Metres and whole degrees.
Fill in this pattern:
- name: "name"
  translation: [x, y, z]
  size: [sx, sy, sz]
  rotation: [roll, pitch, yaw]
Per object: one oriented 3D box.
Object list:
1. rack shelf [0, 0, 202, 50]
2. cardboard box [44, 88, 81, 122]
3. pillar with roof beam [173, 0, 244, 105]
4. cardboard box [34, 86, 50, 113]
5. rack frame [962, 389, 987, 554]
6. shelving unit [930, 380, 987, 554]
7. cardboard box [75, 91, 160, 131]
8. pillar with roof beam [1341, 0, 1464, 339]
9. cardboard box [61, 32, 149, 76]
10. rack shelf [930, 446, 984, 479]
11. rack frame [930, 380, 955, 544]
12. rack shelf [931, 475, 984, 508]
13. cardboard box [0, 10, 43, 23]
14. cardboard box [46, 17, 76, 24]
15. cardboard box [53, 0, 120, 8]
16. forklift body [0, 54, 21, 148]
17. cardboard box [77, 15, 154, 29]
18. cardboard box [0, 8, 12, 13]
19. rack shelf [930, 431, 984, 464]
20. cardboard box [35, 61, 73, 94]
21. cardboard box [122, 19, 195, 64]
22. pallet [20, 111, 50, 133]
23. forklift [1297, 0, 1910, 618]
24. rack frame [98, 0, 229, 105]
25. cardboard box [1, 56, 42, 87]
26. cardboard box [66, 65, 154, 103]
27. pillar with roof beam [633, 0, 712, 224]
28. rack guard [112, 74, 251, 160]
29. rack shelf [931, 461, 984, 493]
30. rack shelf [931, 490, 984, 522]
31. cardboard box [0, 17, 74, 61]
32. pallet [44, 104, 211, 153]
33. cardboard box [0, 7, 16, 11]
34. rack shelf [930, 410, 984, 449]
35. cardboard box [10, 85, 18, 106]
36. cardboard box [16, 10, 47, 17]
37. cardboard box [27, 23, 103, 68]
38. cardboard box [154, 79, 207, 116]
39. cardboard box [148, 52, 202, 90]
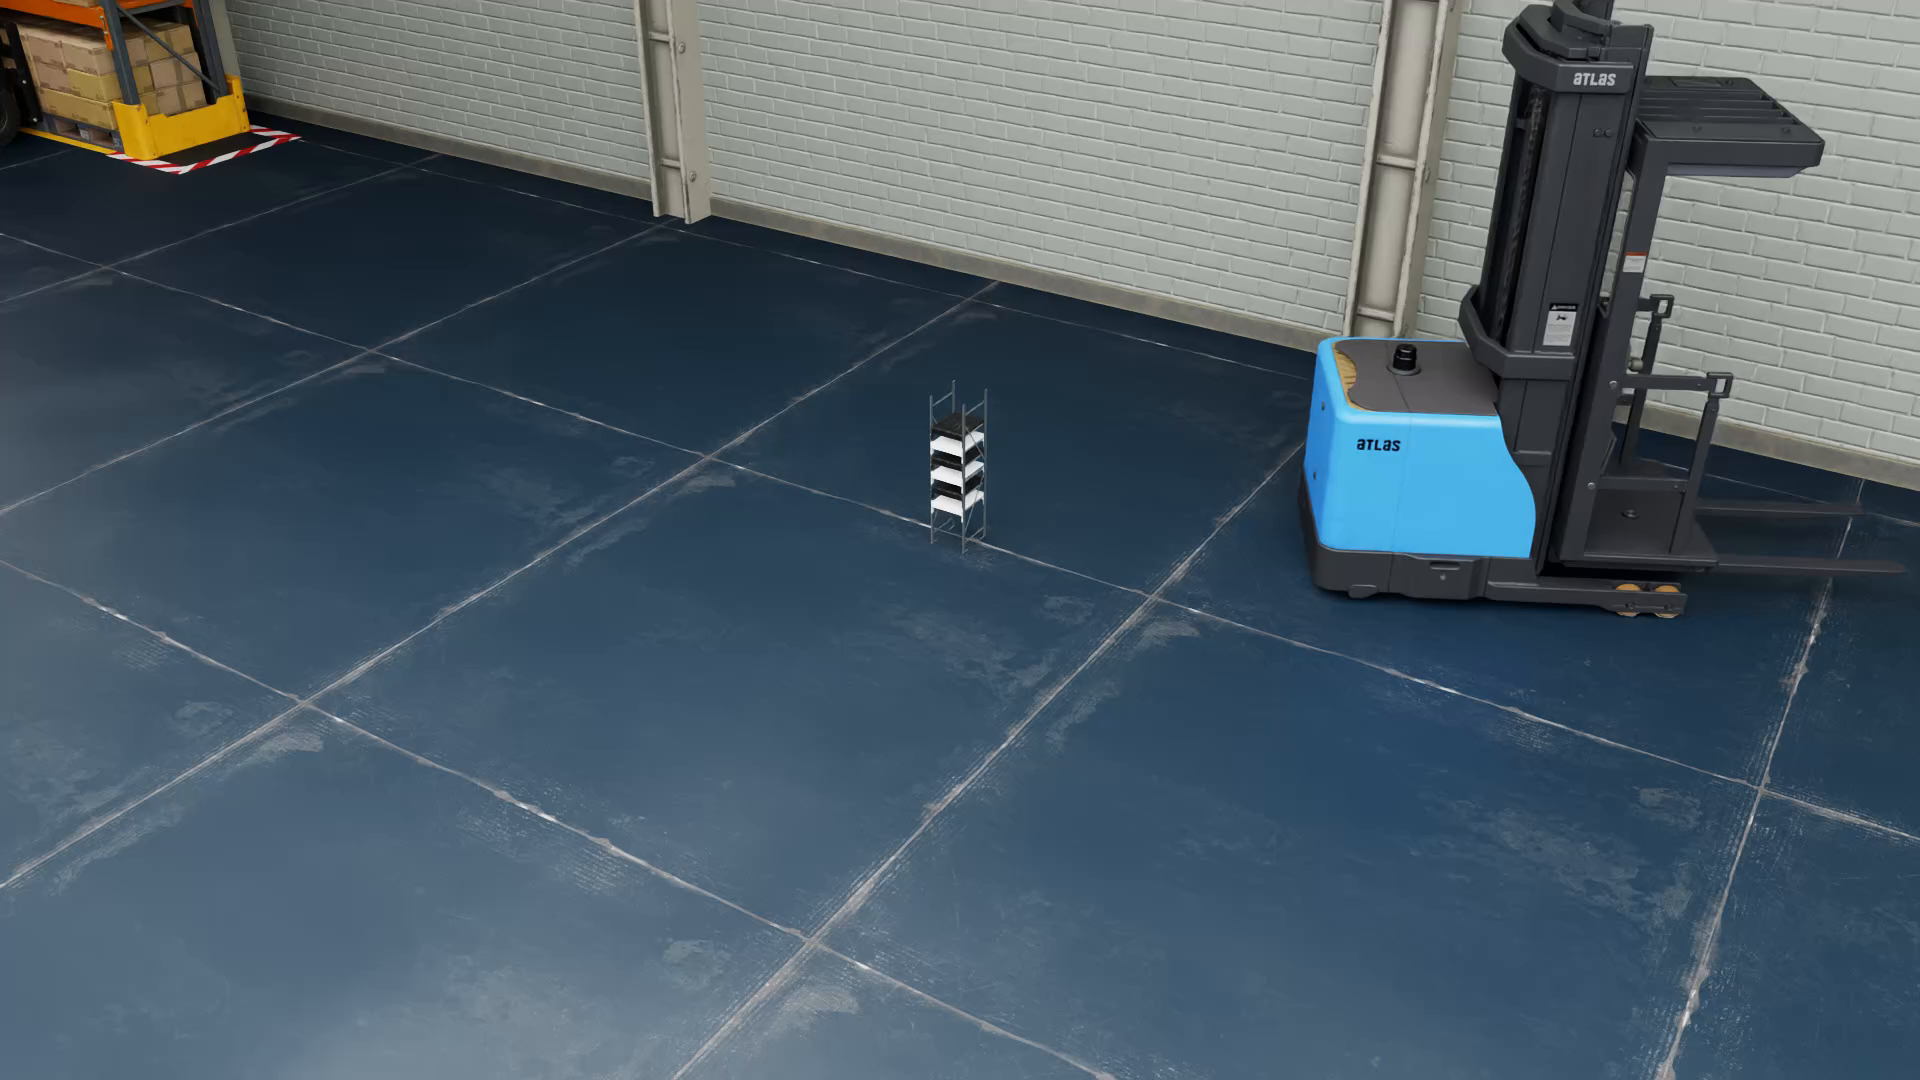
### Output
- name: "rack shelf"
  translation: [-8.980, -5.280, 16.038]
  size: [4.000, 0.370, 1.077]
  rotation: [18, 35, 27]
- name: "cardboard box"
  translation: [-8.268, -4.177, 15.745]
  size: [0.500, 0.250, 0.500]
  rotation: [18, 35, 27]
- name: "pillar with roof beam"
  translation: [-9.685, -6.380, 11.256]
  size: [0.400, 9.000, 9.100]
  rotation: [18, 35, 27]
- name: "cardboard box"
  translation: [-8.687, -4.315, 15.982]
  size: [0.500, 0.250, 0.500]
  rotation: [18, 35, 28]
- name: "rack frame"
  translation: [0.079, -0.364, 8.980]
  size: [0.006, 0.900, 0.240]
  rotation: [18, 35, 27]
- name: "shelving unit"
  translation: [-0.007, -0.391, 9.027]
  size: [0.210, 0.900, 0.258]
  rotation: [18, 35, 27]
- name: "cardboard box"
  translation: [-7.852, -4.040, 15.510]
  size: [0.500, 0.250, 0.500]
  rotation: [18, 35, 28]
- name: "pillar with roof beam"
  translation: [0.479, -3.166, 5.746]
  size: [0.400, 9.000, 9.100]
  rotation: [18, 35, 27]
- name: "cardboard box"
  translation: [-7.842, -4.471, 15.257]
  size: [0.500, 0.250, 0.500]
  rotation: [19, 35, 29]
- name: "rack shelf"
  translation: [-0.007, -0.440, 8.998]
  size: [0.200, 0.077, 0.258]
  rotation: [18, 35, 27]
- name: "rack frame"
  translation: [-0.093, -0.418, 9.074]
  size: [0.006, 0.900, 0.240]
  rotation: [18, 35, 27]
- name: "rack shelf"
  translation: [-0.007, -0.284, 9.089]
  size: [0.200, 0.077, 0.258]
  rotation: [18, 35, 27]
- name: "cardboard box"
  translation: [-9.135, -4.875, 15.950]
  size: [0.500, 0.250, 0.500]
  rotation: [17, 34, 26]
- name: "cardboard box"
  translation: [-8.435, -4.961, 16.097]
  size: [0.500, 0.250, 0.500]
  rotation: [17, 34, 27]
- name: "cardboard box"
  translation: [-7.842, -5.118, 14.947]
  size: [0.500, 0.500, 0.500]
  rotation: [17, 34, 26]
- name: "forklift body"
  translation: [-9.862, -4.418, 14.688]
  size: [1.214, 2.155, 2.313]
  rotation: [18, 35, 27]
- name: "cardboard box"
  translation: [-8.018, -4.823, 15.860]
  size: [0.500, 0.250, 0.500]
  rotation: [18, 35, 27]
- name: "cardboard box"
  translation: [-9.576, -5.019, 16.196]
  size: [0.500, 0.250, 0.500]
  rotation: [19, 35, 29]
- name: "rack shelf"
  translation: [-0.007, -0.518, 8.953]
  size: [0.200, 0.077, 0.258]
  rotation: [18, 35, 27]
- name: "cardboard box"
  translation: [-8.283, -4.401, 15.633]
  size: [0.500, 0.250, 0.500]
  rotation: [17, 34, 27]
- name: "cardboard box"
  translation: [-7.592, -4.690, 15.633]
  size: [0.500, 0.250, 0.500]
  rotation: [17, 34, 27]
- name: "pallet"
  translation: [-8.985, -4.365, 16.523]
  size: [1.213, 0.211, 1.003]
  rotation: [18, 35, 27]
- name: "forklift"
  translation: [3.397, -1.144, 8.303]
  size: [3.031, 2.935, 1.130]
  rotation: [2, 30, 4]
- name: "rack frame"
  translation: [-7.286, -5.055, 14.939]
  size: [0.127, 3.000, 1.000]
  rotation: [18, 35, 27]
- name: "cardboard box"
  translation: [-8.732, -4.530, 15.854]
  size: [0.500, 0.250, 0.500]
  rotation: [17, 34, 26]
- name: "cardboard box"
  translation: [-7.864, -4.262, 15.394]
  size: [0.500, 0.250, 0.500]
  rotation: [17, 34, 27]
- name: "pillar with roof beam"
  translation: [-4.603, -4.773, 8.501]
  size: [0.400, 9.000, 9.100]
  rotation: [18, 35, 27]
- name: "rack guard"
  translation: [-7.266, -3.969, 15.557]
  size: [0.348, 0.500, 1.175]
  rotation: [18, 35, 27]
- name: "rack shelf"
  translation: [-0.007, -0.362, 9.044]
  size: [0.200, 0.077, 0.258]
  rotation: [18, 35, 27]
- name: "rack shelf"
  translation: [-0.007, -0.207, 9.134]
  size: [0.200, 0.077, 0.258]
  rotation: [18, 35, 27]
- name: "cardboard box"
  translation: [-8.710, -4.736, 15.712]
  size: [0.500, 0.250, 0.500]
  rotation: [18, 35, 28]
- name: "pallet"
  translation: [-7.956, -4.038, 15.962]
  size: [1.213, 0.211, 1.003]
  rotation: [18, 35, 27]
- name: "cardboard box"
  translation: [-9.296, -5.233, 16.562]
  size: [0.500, 0.250, 0.500]
  rotation: [18, 35, 28]
- name: "rack shelf"
  translation: [-0.007, -0.595, 8.908]
  size: [0.200, 0.077, 0.258]
  rotation: [18, 35, 27]
- name: "cardboard box"
  translation: [-9.139, -4.445, 16.204]
  size: [0.500, 0.250, 0.500]
  rotation: [19, 35, 29]
- name: "cardboard box"
  translation: [-8.866, -5.101, 16.337]
  size: [0.500, 0.250, 0.500]
  rotation: [17, 34, 26]
- name: "cardboard box"
  translation: [-8.277, -4.605, 15.487]
  size: [0.500, 0.250, 0.500]
  rotation: [18, 35, 28]
- name: "cardboard box"
  translation: [-7.598, -4.264, 15.894]
  size: [0.500, 0.250, 0.500]
  rotation: [18, 35, 28]
- name: "cardboard box"
  translation: [-7.574, -4.479, 15.767]
  size: [0.500, 0.250, 0.500]
  rotation: [18, 35, 28]
